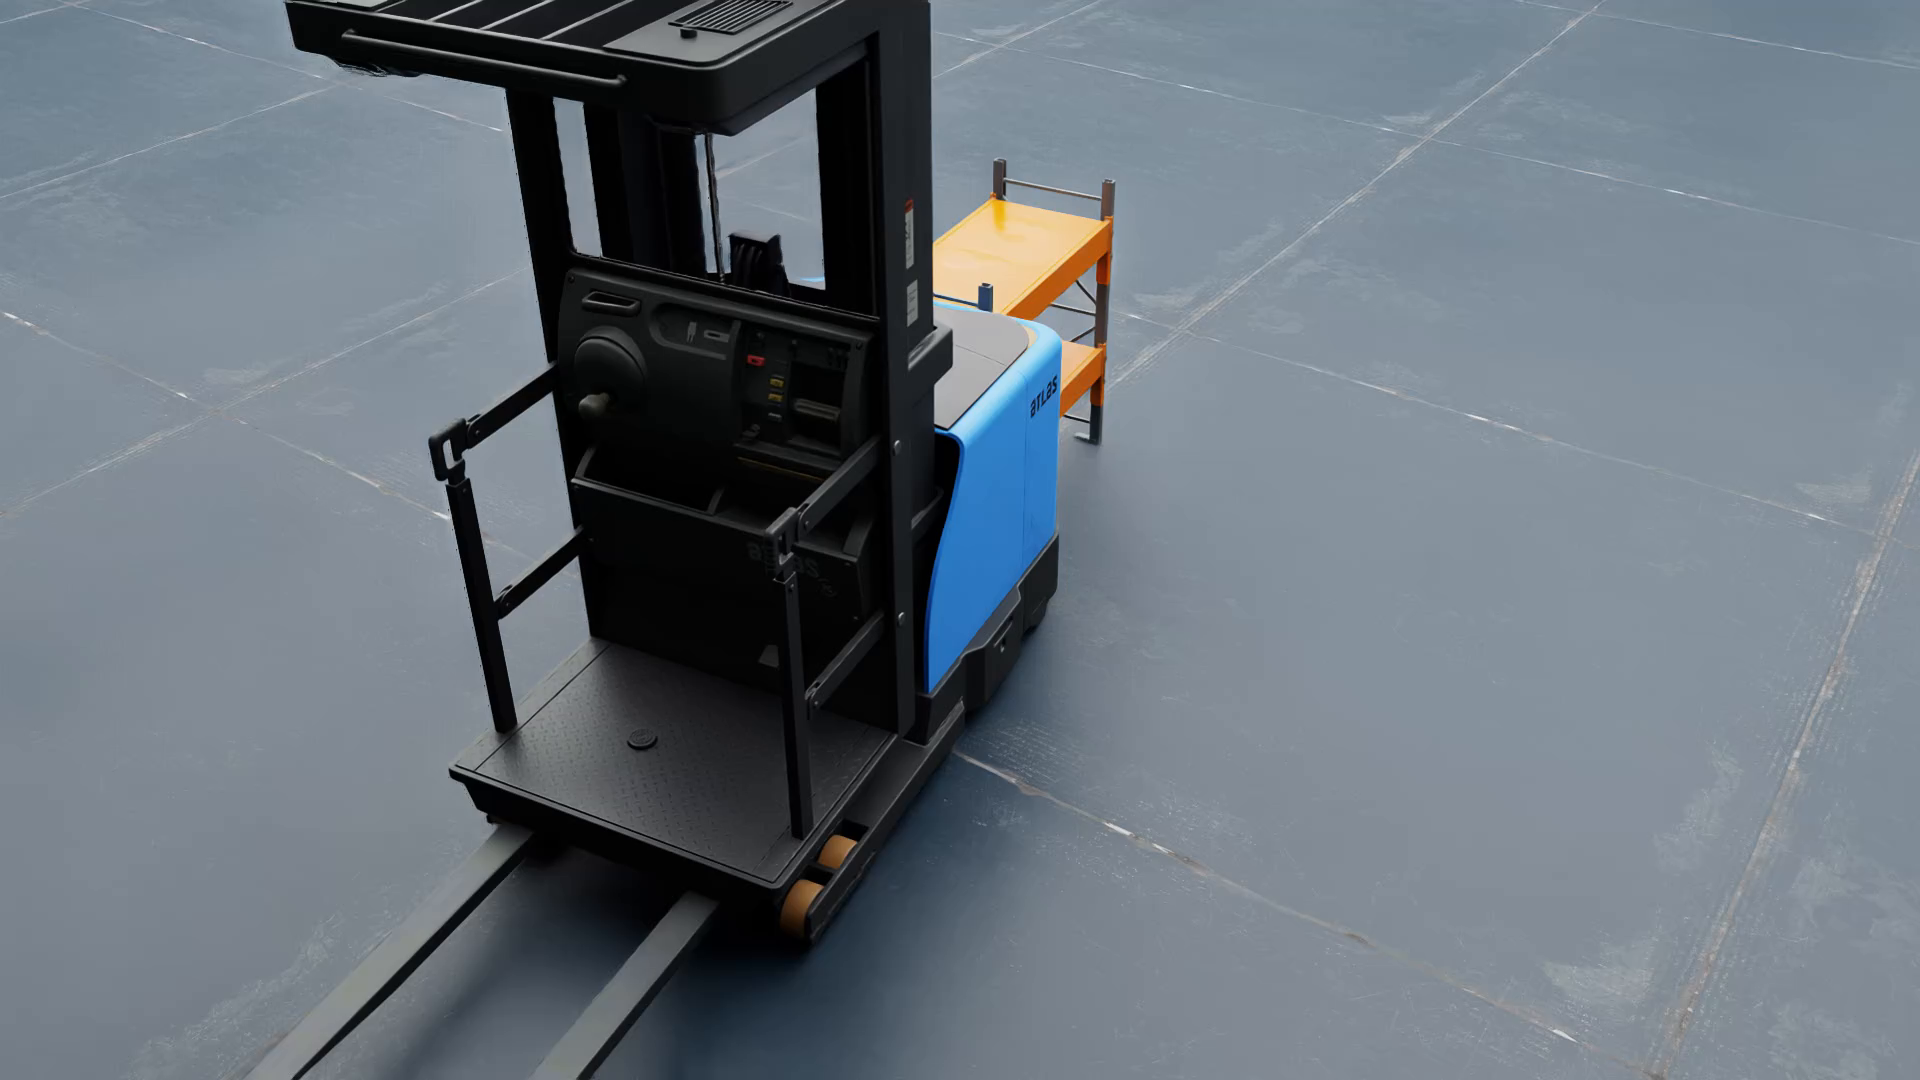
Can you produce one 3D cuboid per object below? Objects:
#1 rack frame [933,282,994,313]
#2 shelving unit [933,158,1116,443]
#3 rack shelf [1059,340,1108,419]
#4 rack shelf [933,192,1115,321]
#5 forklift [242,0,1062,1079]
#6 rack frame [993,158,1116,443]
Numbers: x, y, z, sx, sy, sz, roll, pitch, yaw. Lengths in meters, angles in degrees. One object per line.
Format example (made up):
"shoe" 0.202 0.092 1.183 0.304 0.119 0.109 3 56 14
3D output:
"rack frame" -0.117 -0.435 5.889 0.500 1.125 0.032 16 37 23
"shelving unit" 0.120 -0.687 6.262 0.538 1.125 1.048 16 37 23
"rack shelf" 0.120 -0.484 6.399 0.538 0.278 1.000 16 37 23
"rack shelf" 0.120 -0.929 6.098 0.538 0.278 1.000 16 37 23
"forklift" -0.751 -0.388 4.207 1.130 2.935 3.031 15 37 21
"rack frame" 0.356 -0.939 6.634 0.500 1.125 0.032 16 37 23
